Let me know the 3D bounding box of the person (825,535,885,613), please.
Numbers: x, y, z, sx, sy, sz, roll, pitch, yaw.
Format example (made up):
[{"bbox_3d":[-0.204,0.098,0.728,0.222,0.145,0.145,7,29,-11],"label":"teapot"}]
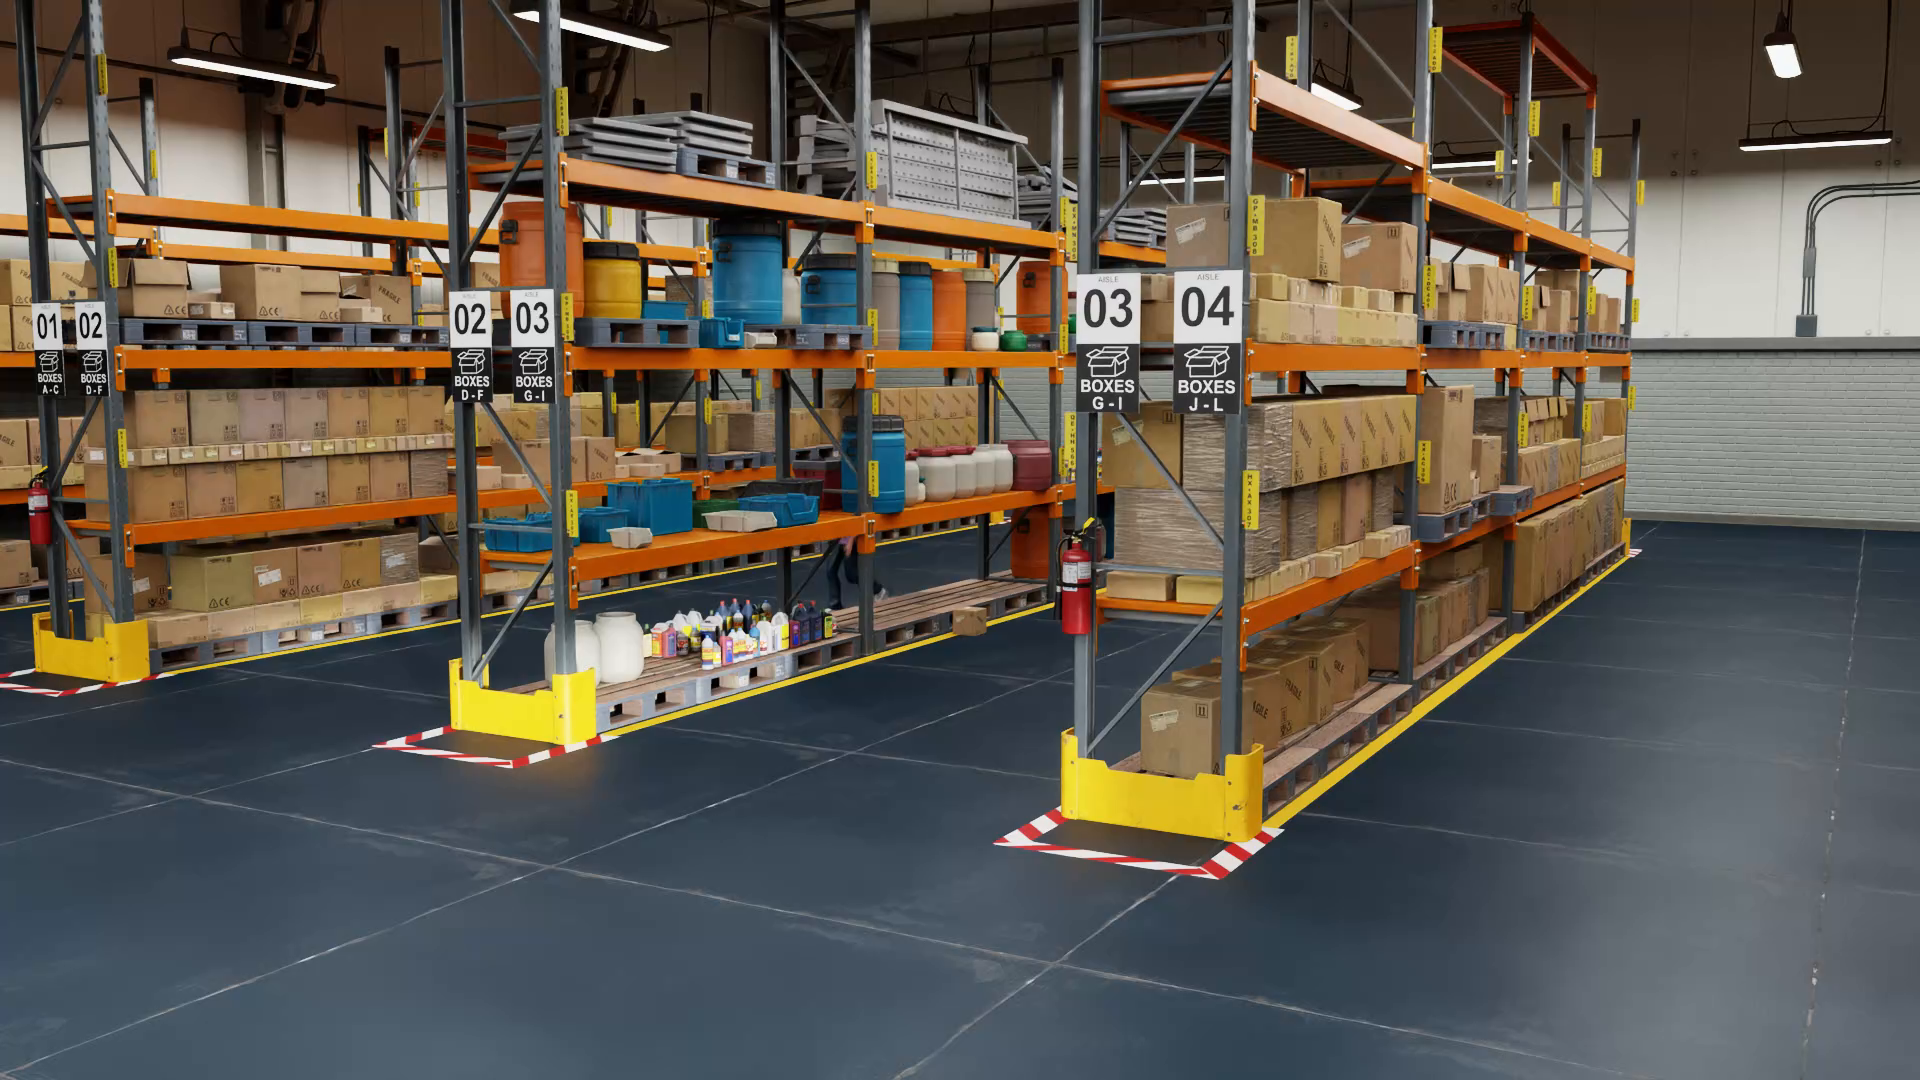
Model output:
[{"bbox_3d":[-1.153,0.031,17.462,0.753,1.561,0.402,-5,8,-37],"label":"person"}]
